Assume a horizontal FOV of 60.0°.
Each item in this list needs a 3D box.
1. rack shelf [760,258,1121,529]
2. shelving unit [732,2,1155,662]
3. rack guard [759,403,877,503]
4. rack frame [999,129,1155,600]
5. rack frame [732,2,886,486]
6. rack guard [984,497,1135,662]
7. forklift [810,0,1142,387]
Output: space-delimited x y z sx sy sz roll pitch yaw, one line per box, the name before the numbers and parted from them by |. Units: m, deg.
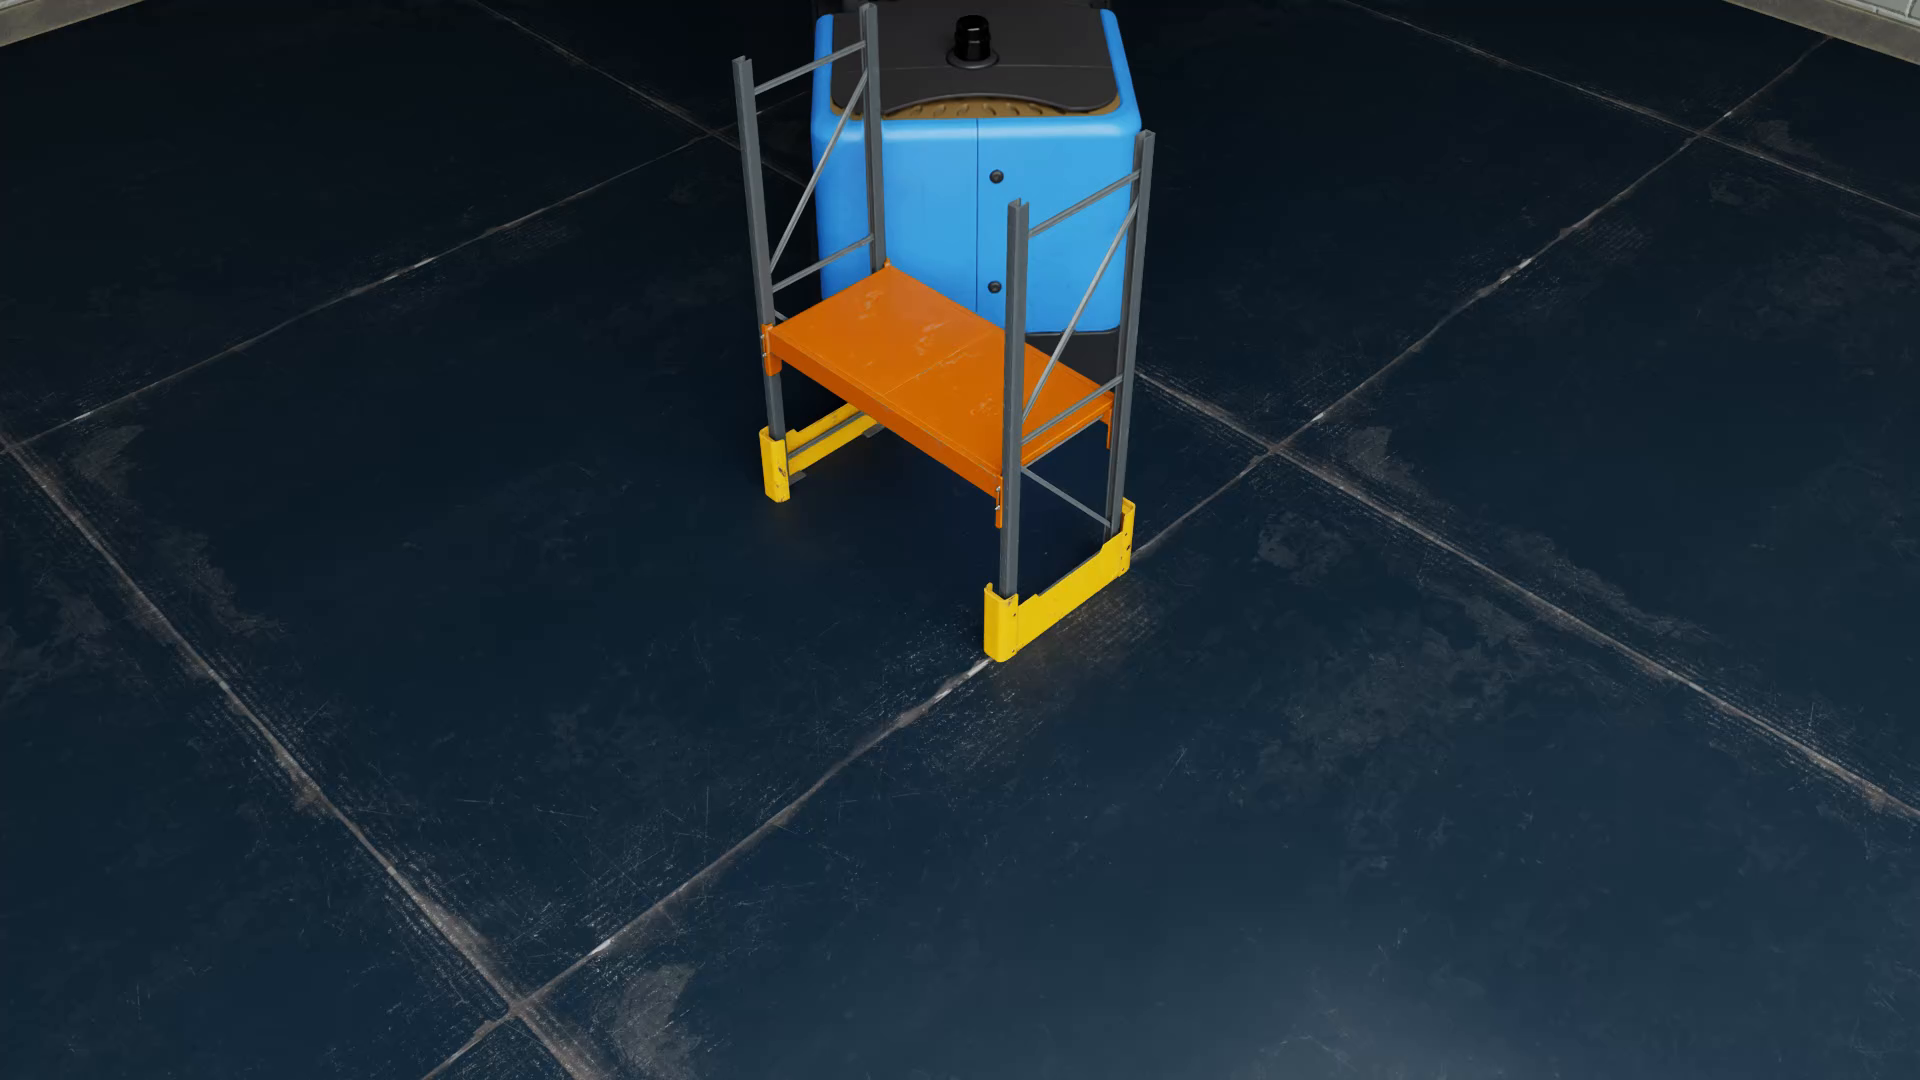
rack shelf | -0.060 -0.460 4.907 0.538 0.185 1.000 -34 53 -31
shelving unit | -0.054 -0.587 4.781 0.587 1.500 1.083 -34 53 -31
rack guard | -0.406 -0.368 5.464 0.587 0.250 0.087 -34 53 -31
rack frame | 0.299 -0.348 4.521 0.500 1.500 0.032 -34 53 -31
rack frame | -0.419 -0.836 5.050 0.500 1.500 0.032 -34 53 -31
rack guard | 0.298 0.111 4.946 0.587 0.250 0.087 -34 53 -31
forklift | -0.007 -2.551 5.851 1.130 2.935 3.031 -2 43 -2
